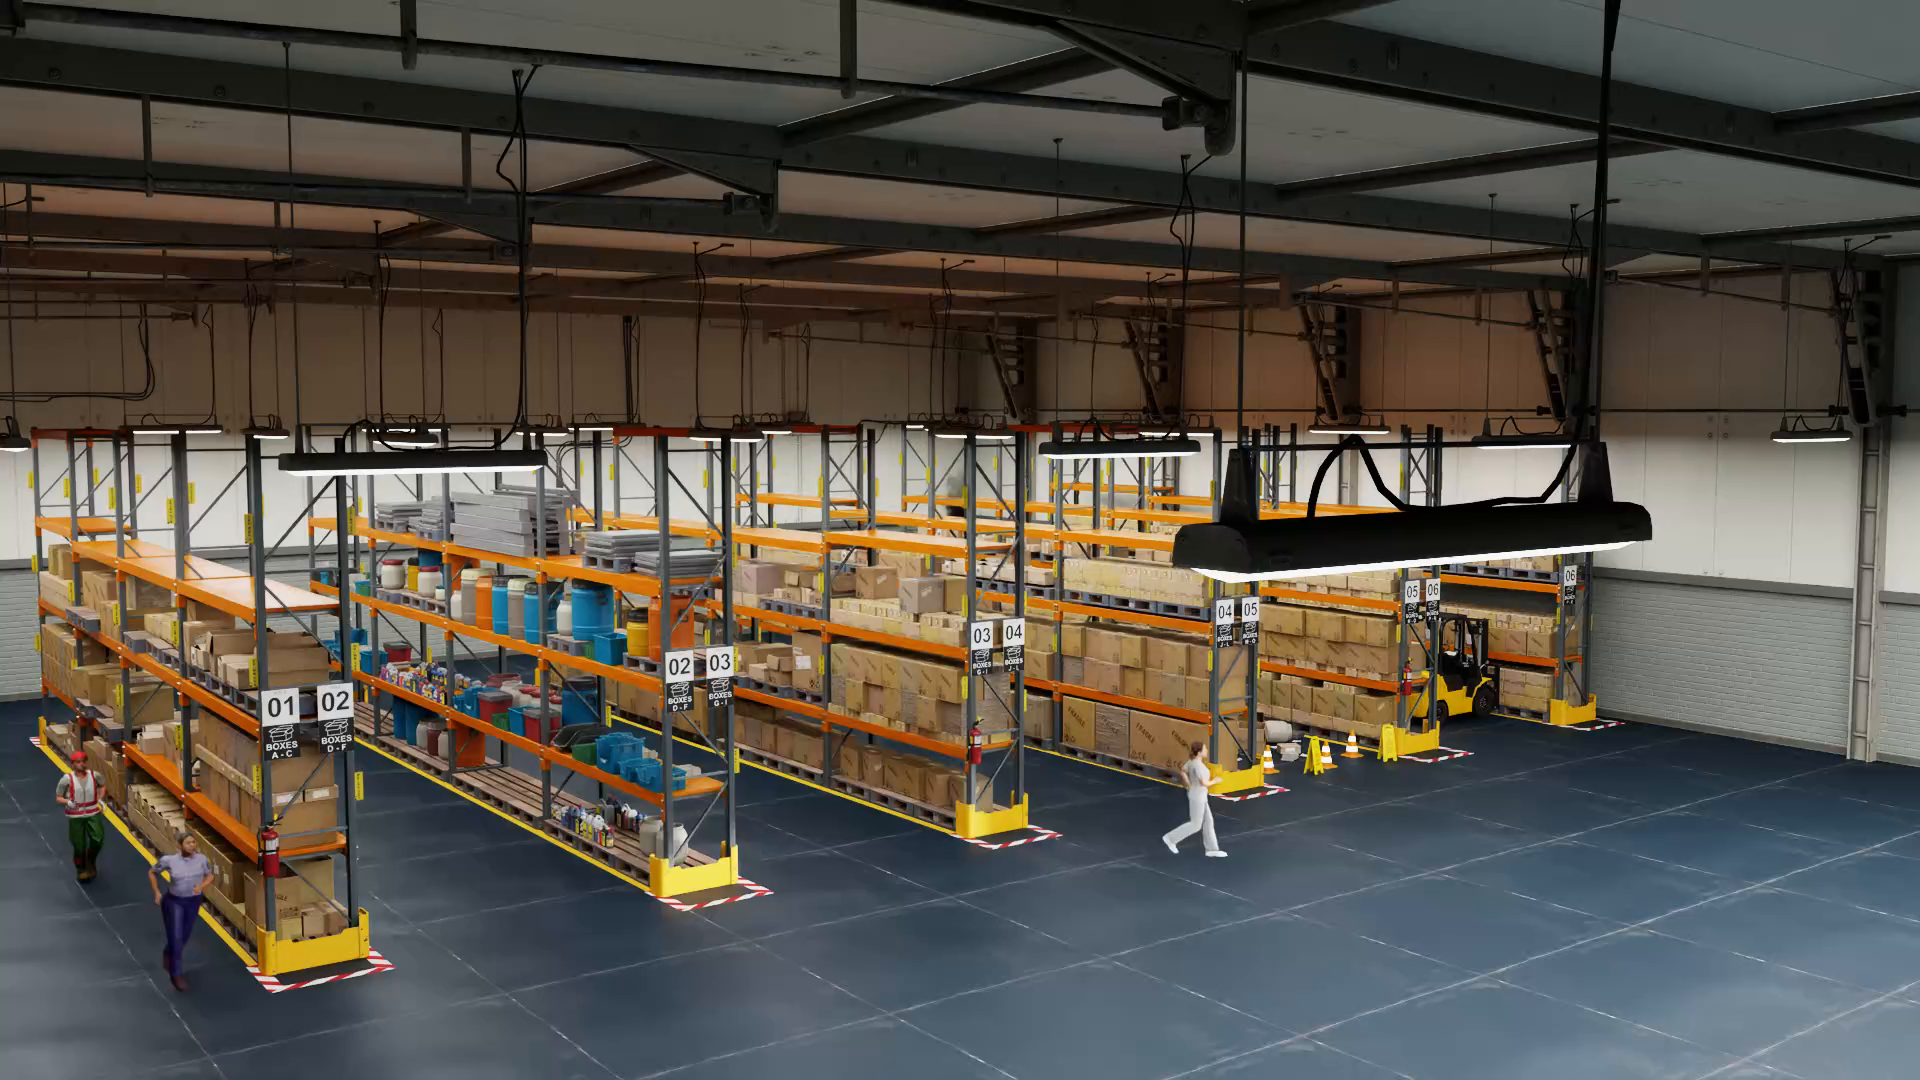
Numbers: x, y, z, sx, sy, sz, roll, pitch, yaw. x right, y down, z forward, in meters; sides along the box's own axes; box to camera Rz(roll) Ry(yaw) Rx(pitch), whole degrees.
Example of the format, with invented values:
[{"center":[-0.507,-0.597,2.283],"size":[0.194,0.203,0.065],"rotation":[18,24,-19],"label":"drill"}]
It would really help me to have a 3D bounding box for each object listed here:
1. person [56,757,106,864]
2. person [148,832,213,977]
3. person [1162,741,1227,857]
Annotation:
[{"center":[-11.690,3.612,22.210],"size":[0.641,1.479,0.601],"rotation":[-4,6,-38],"label":"person"},{"center":[-8.656,4.005,18.507],"size":[0.747,1.534,0.626],"rotation":[4,6,44],"label":"person"},{"center":[3.307,3.644,23.397],"size":[0.922,1.649,0.566],"rotation":[0,4,0],"label":"person"}]
